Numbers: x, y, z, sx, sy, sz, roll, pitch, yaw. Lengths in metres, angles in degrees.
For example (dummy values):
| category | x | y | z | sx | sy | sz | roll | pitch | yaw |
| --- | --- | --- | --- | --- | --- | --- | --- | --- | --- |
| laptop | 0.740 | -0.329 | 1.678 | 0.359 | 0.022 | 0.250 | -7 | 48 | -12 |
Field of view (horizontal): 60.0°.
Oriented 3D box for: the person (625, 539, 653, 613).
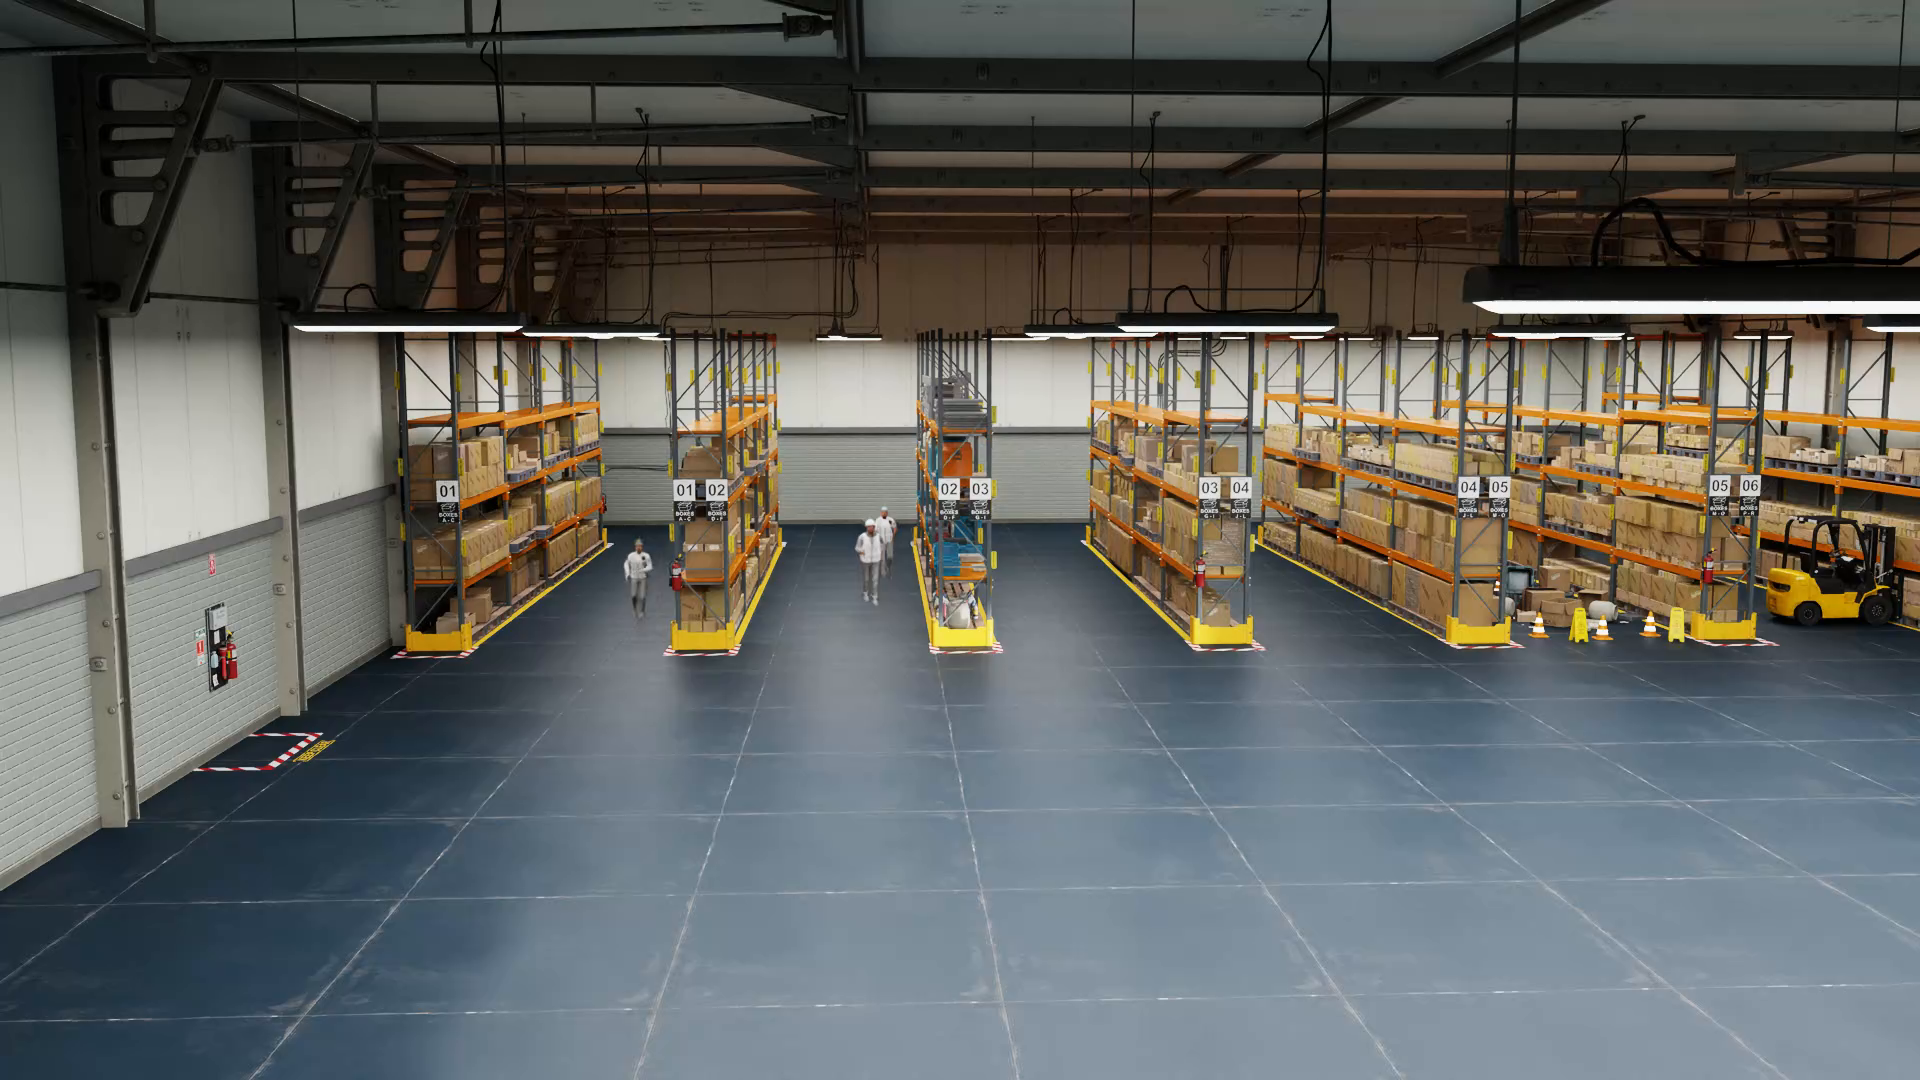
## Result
| category | x | y | z | sx | sy | sz | roll | pitch | yaw |
| --- | --- | --- | --- | --- | --- | --- | --- | --- | --- |
| person | -6.693 | 0.775 | 34.596 | 0.593 | 1.579 | 0.604 | -1 | 7 | -6 |

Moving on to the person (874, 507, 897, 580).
| category | x | y | z | sx | sy | sz | roll | pitch | yaw |
| --- | --- | --- | --- | --- | --- | --- | --- | --- | --- |
| person | -1.737 | 0.086 | 38.702 | 0.591 | 1.711 | 0.576 | -1 | 7 | -5 |

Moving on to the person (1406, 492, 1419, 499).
| category | x | y | z | sx | sy | sz | roll | pitch | yaw |
| --- | --- | --- | --- | --- | --- | --- | --- | --- | --- |
| person | 13.544 | -0.928 | 49.434 | 0.745 | 1.745 | 0.595 | 0 | 7 | 1 |

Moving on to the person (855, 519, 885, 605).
| category | x | y | z | sx | sy | sz | roll | pitch | yaw |
| --- | --- | --- | --- | --- | --- | --- | --- | --- | --- |
| person | -1.877 | 0.450 | 34.911 | 0.646 | 1.795 | 0.859 | -1 | 7 | -12 |
